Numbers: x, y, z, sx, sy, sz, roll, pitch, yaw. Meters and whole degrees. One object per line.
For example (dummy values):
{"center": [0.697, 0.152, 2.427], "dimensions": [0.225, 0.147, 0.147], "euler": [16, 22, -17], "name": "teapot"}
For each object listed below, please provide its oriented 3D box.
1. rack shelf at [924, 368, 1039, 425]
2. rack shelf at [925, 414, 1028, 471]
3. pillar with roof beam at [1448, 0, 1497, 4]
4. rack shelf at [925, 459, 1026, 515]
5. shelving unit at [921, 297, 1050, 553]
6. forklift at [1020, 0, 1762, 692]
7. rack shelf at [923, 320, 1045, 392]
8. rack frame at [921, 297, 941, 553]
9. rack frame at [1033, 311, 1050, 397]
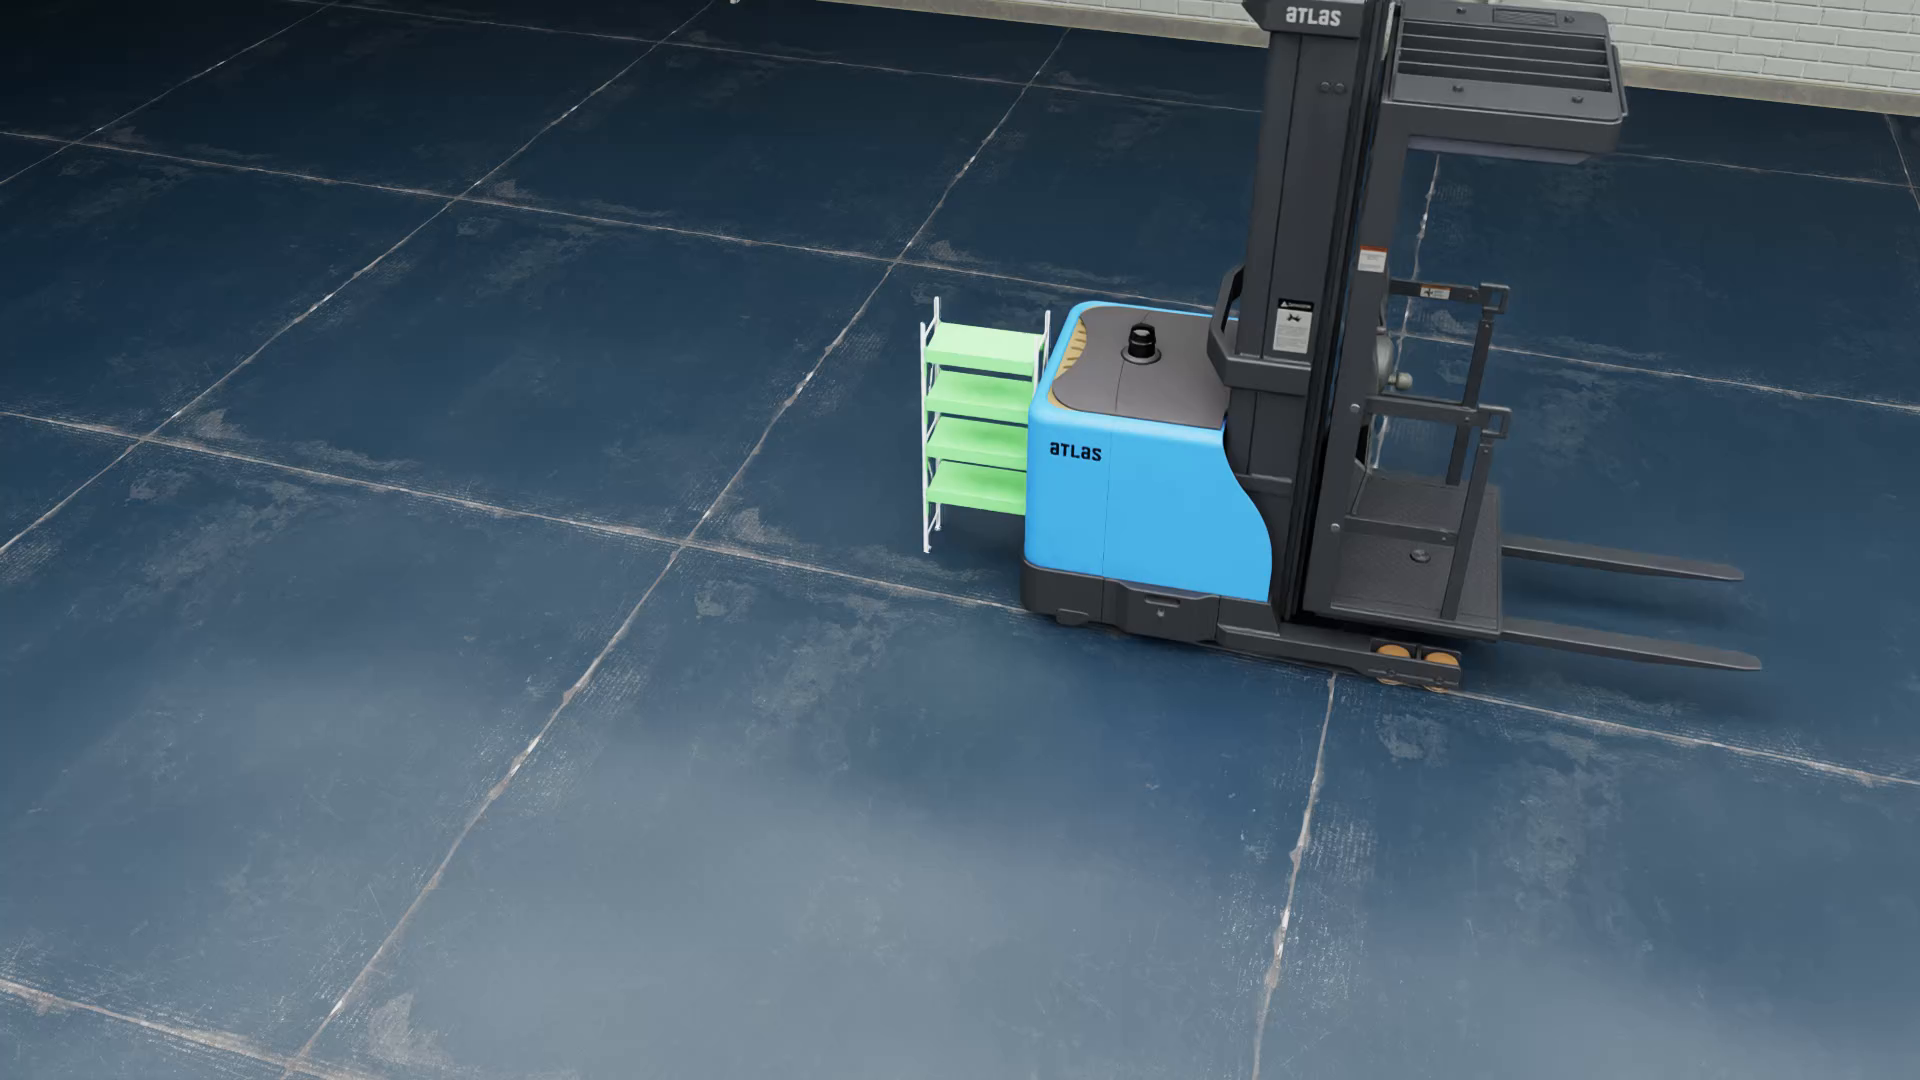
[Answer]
{"center": [0.108, -0.597, 7.251], "dimensions": [0.480, 0.148, 0.258], "euler": [9, 37, 11], "name": "rack shelf"}
{"center": [0.108, -0.403, 7.394], "dimensions": [0.480, 0.148, 0.258], "euler": [9, 37, 11], "name": "rack shelf"}
{"center": [2.441, -4.703, 6.549], "dimensions": [0.400, 9.000, 9.100], "euler": [10, 38, 14], "name": "pillar with roof beam"}
{"center": [0.108, -0.210, 7.536], "dimensions": [0.480, 0.148, 0.258], "euler": [9, 37, 11], "name": "rack shelf"}
{"center": [0.108, -0.455, 7.356], "dimensions": [0.503, 1.200, 0.258], "euler": [9, 37, 11], "name": "shelving unit"}
{"center": [1.837, -0.899, 6.499], "dimensions": [3.031, 2.935, 1.130], "euler": [9, 37, 12], "name": "forklift"}
{"center": [0.108, -0.790, 7.109], "dimensions": [0.480, 0.148, 0.258], "euler": [9, 37, 11], "name": "rack shelf"}
{"center": [-0.128, -0.491, 7.404], "dimensions": [0.015, 1.200, 0.240], "euler": [9, 37, 11], "name": "rack frame"}
{"center": [0.345, -0.419, 7.307], "dimensions": [0.015, 1.200, 0.240], "euler": [9, 37, 11], "name": "rack frame"}
